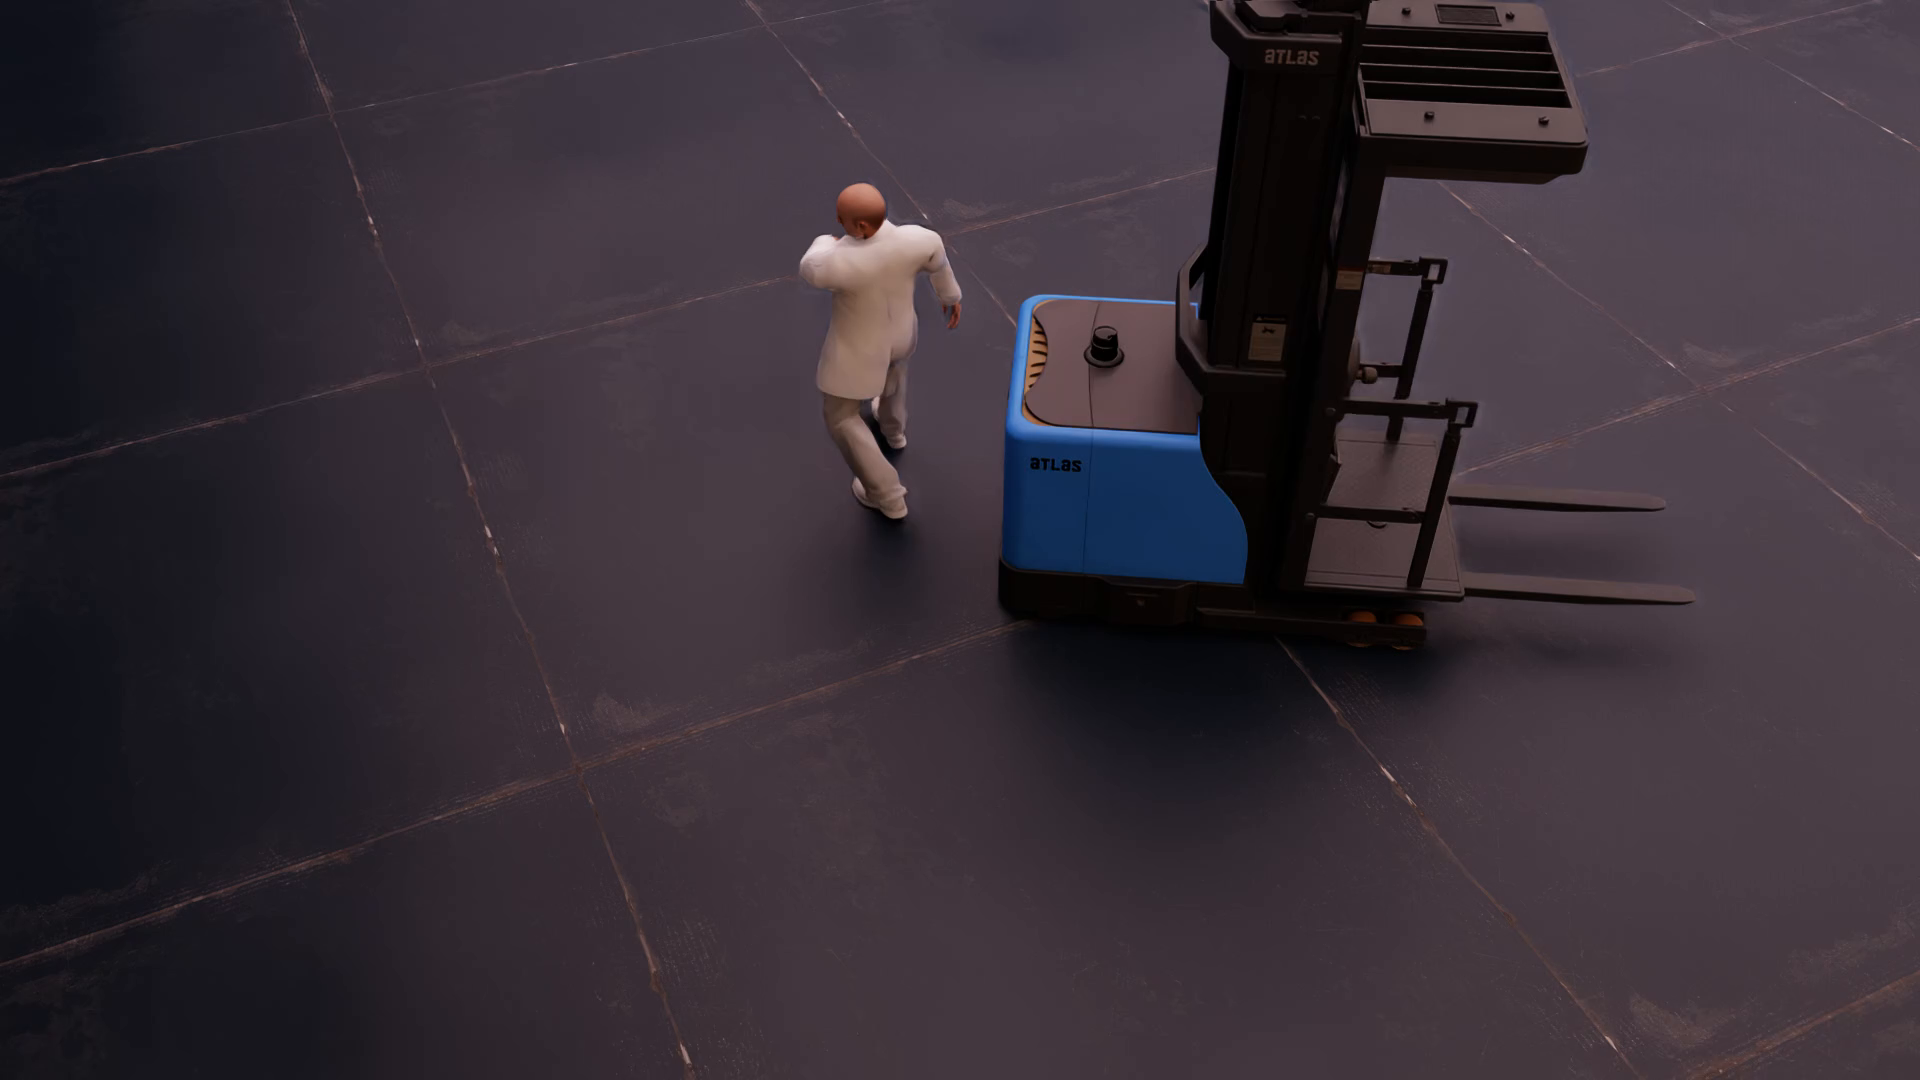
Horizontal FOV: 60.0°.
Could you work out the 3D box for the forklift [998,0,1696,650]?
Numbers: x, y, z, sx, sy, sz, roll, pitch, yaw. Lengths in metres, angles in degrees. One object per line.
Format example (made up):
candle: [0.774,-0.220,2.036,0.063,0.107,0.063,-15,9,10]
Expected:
forklift: [1.721,-0.970,6.719,3.031,2.935,1.130,4,43,4]

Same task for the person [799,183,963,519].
person: [-0.345,-1.007,7.693,0.780,1.656,0.889,-28,50,-27]
